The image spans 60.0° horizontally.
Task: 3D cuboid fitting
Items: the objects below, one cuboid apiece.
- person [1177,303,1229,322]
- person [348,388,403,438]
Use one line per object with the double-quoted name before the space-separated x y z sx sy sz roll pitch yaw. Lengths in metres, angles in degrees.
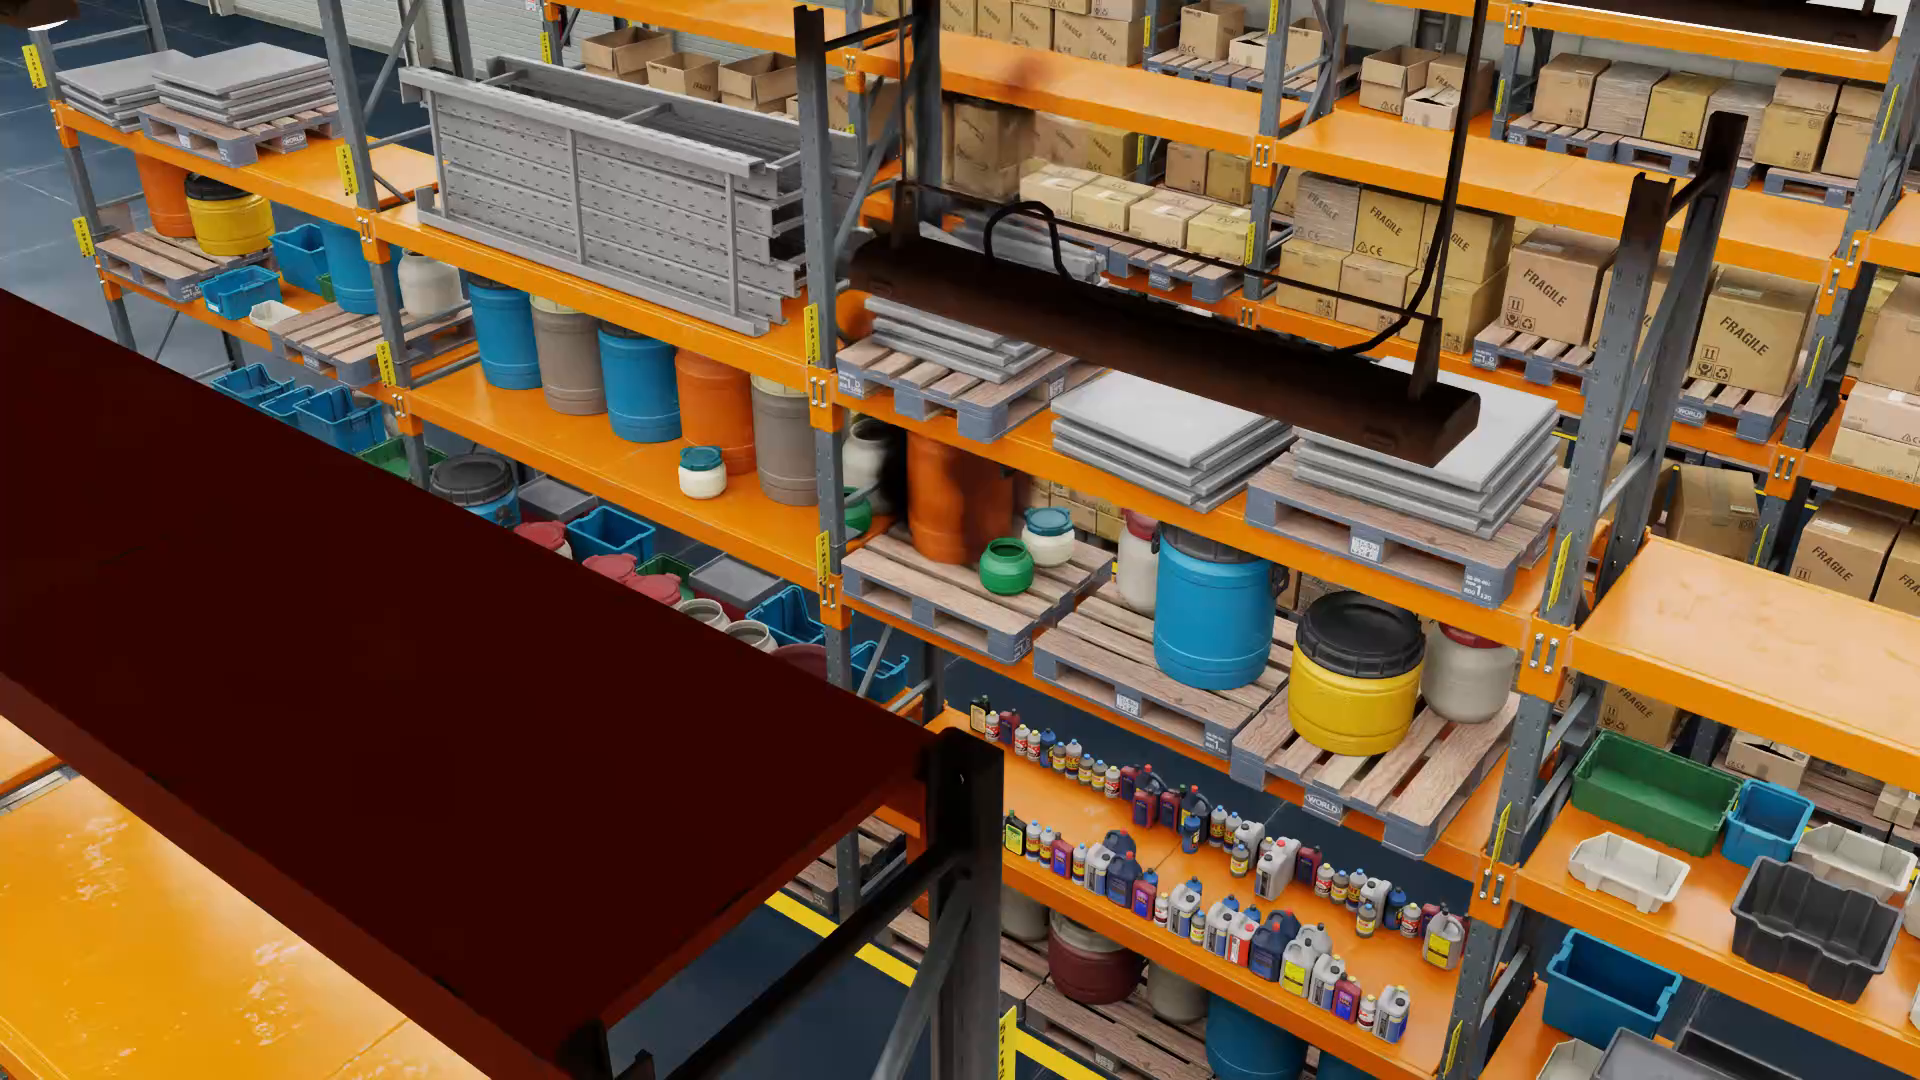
"person" 2.322 -1.882 16.584 1.003 1.769 0.683 17 35 25
"person" -5.769 -1.488 16.053 0.619 1.723 0.767 12 33 19
